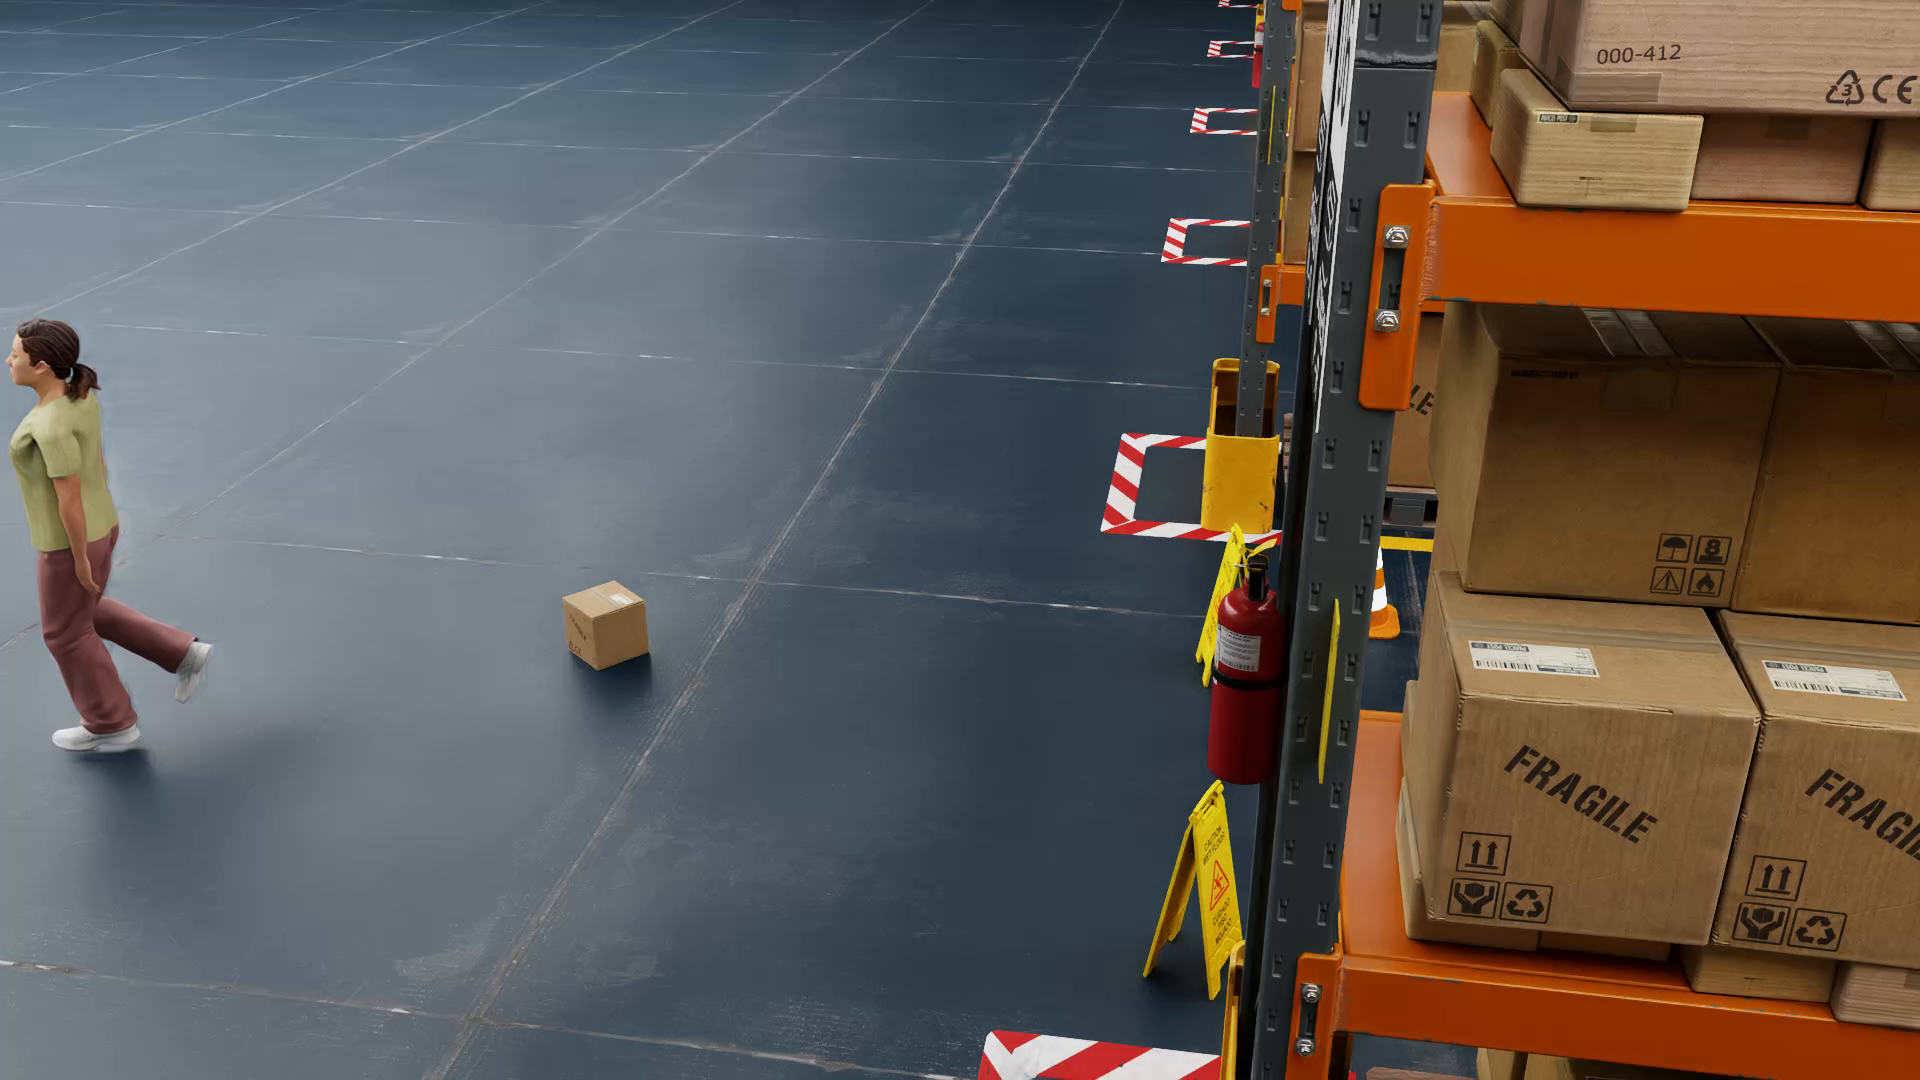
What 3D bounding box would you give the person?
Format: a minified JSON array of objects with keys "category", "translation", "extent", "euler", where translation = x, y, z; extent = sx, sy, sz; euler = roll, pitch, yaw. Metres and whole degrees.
[{"category":"person","translation":[-3.166,-0.006,6.077],"extent":[0.594,1.658,0.445],"euler":[-4,25,-9]}]
